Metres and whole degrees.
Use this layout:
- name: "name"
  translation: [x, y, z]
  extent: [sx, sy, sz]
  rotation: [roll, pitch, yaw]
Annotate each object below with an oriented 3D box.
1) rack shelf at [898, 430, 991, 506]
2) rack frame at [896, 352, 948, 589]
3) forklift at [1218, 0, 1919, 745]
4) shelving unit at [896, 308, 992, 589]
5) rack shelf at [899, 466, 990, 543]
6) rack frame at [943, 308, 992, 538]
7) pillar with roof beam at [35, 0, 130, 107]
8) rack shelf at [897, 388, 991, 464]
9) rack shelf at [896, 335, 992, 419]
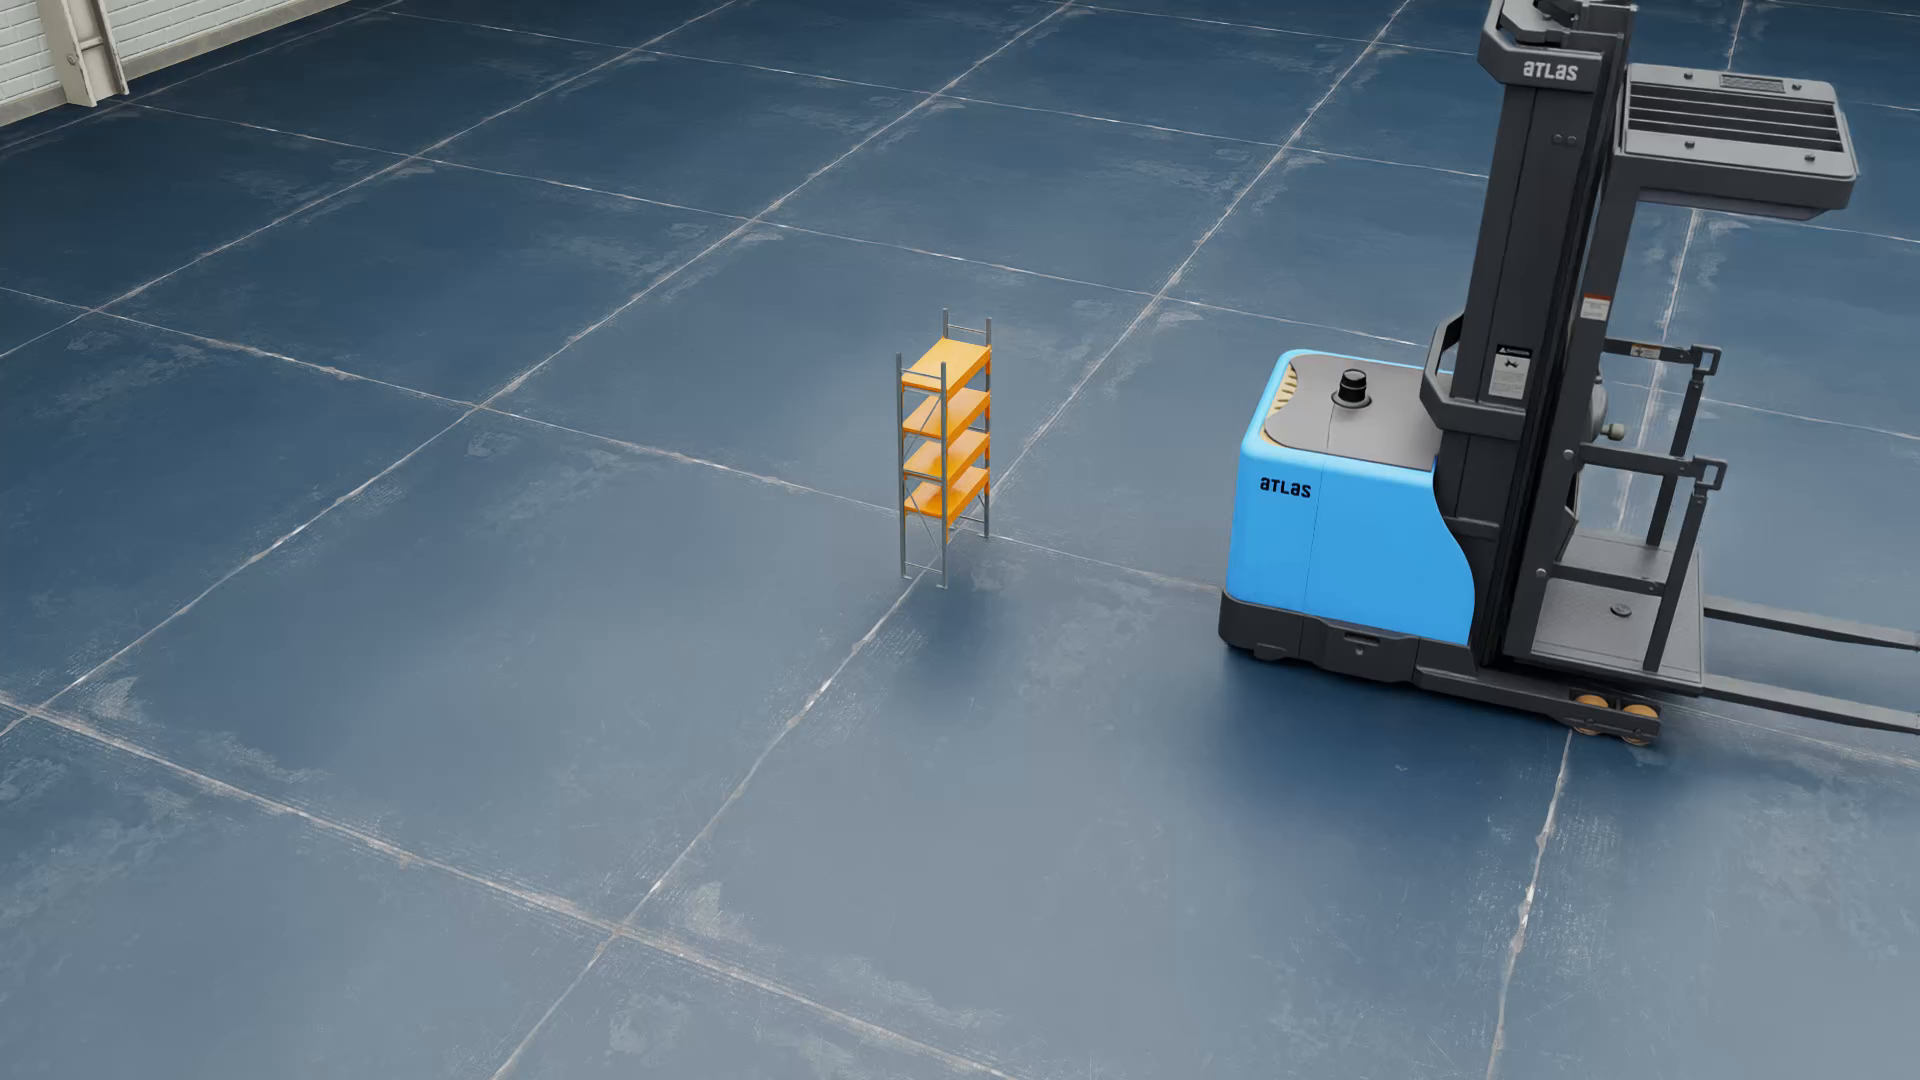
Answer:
- name: "rack shelf"
  translation: [-0.069, -0.363, 7.832]
  extent: [0.258, 0.148, 0.480]
  rotation: [14, 36, 20]
- name: "rack frame"
  translation: [-0.171, -0.298, 7.610]
  extent: [0.240, 1.200, 0.015]
  rotation: [14, 36, 20]
- name: "forklift"
  translation: [2.734, -0.700, 6.645]
  extent: [3.031, 2.935, 1.130]
  rotation: [11, 35, 16]
- name: "shelving unit"
  translation: [-0.069, -0.419, 7.795]
  extent: [0.258, 1.200, 0.503]
  rotation: [14, 36, 20]
- name: "rack shelf"
  translation: [-0.069, -0.197, 7.941]
  extent: [0.258, 0.148, 0.480]
  rotation: [14, 36, 20]
- name: "rack frame"
  translation: [0.033, -0.541, 7.981]
  extent: [0.240, 1.200, 0.015]
  rotation: [14, 36, 20]
- name: "pillar with roof beam"
  translation: [-3.290, -6.471, 9.913]
  extent: [9.100, 9.000, 0.400]
  rotation: [14, 36, 20]
- name: "rack shelf"
  translation: [-0.069, -0.550, 7.710]
  extent: [0.258, 0.148, 0.480]
  rotation: [14, 36, 20]
- name: "rack shelf"
  translation: [-0.069, -0.748, 7.580]
  extent: [0.258, 0.148, 0.480]
  rotation: [14, 36, 20]
